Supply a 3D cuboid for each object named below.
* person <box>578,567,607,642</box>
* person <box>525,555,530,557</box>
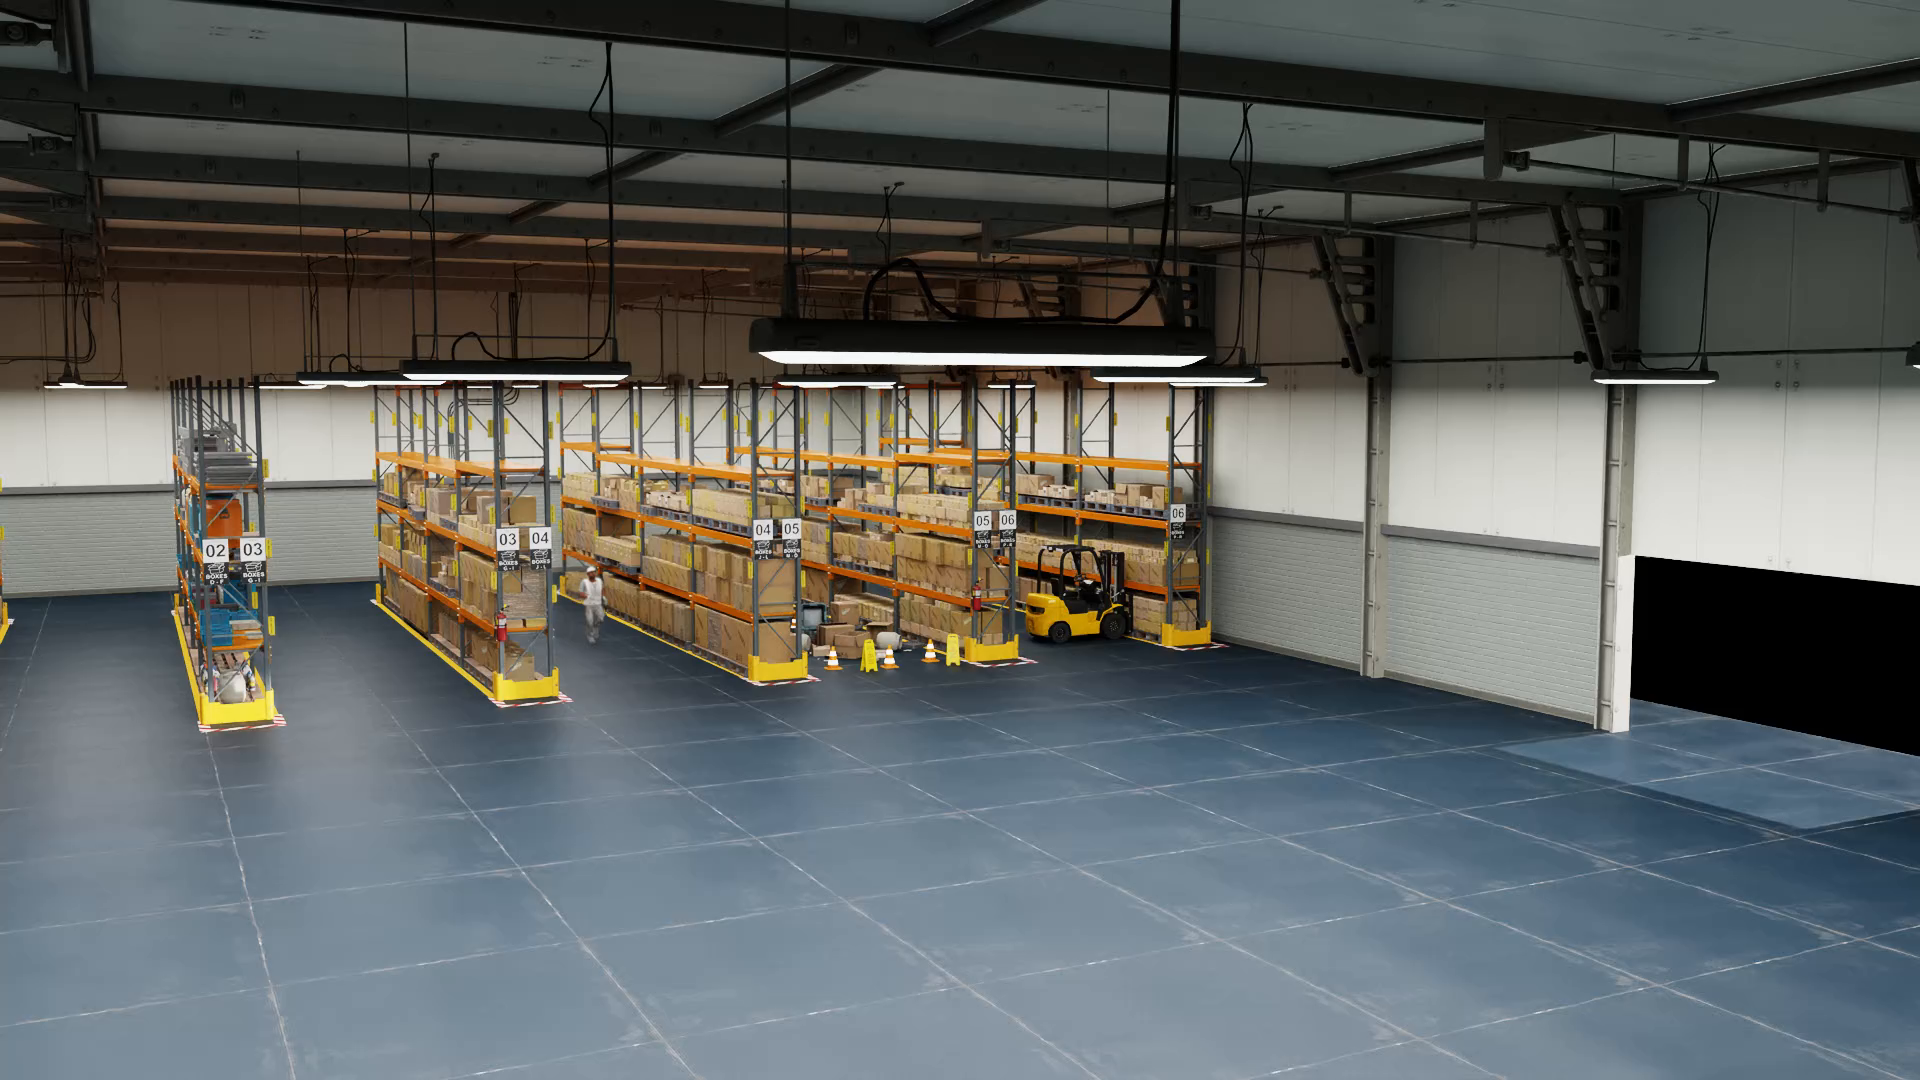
[{"bbox_3d":[-8.345,1.477,37.913,0.673,1.739,0.602,-3,6,-31],"label":"person"},{"bbox_3d":[-11.326,0.908,44.399,0.710,1.764,0.666,-2,6,-25],"label":"person"}]
